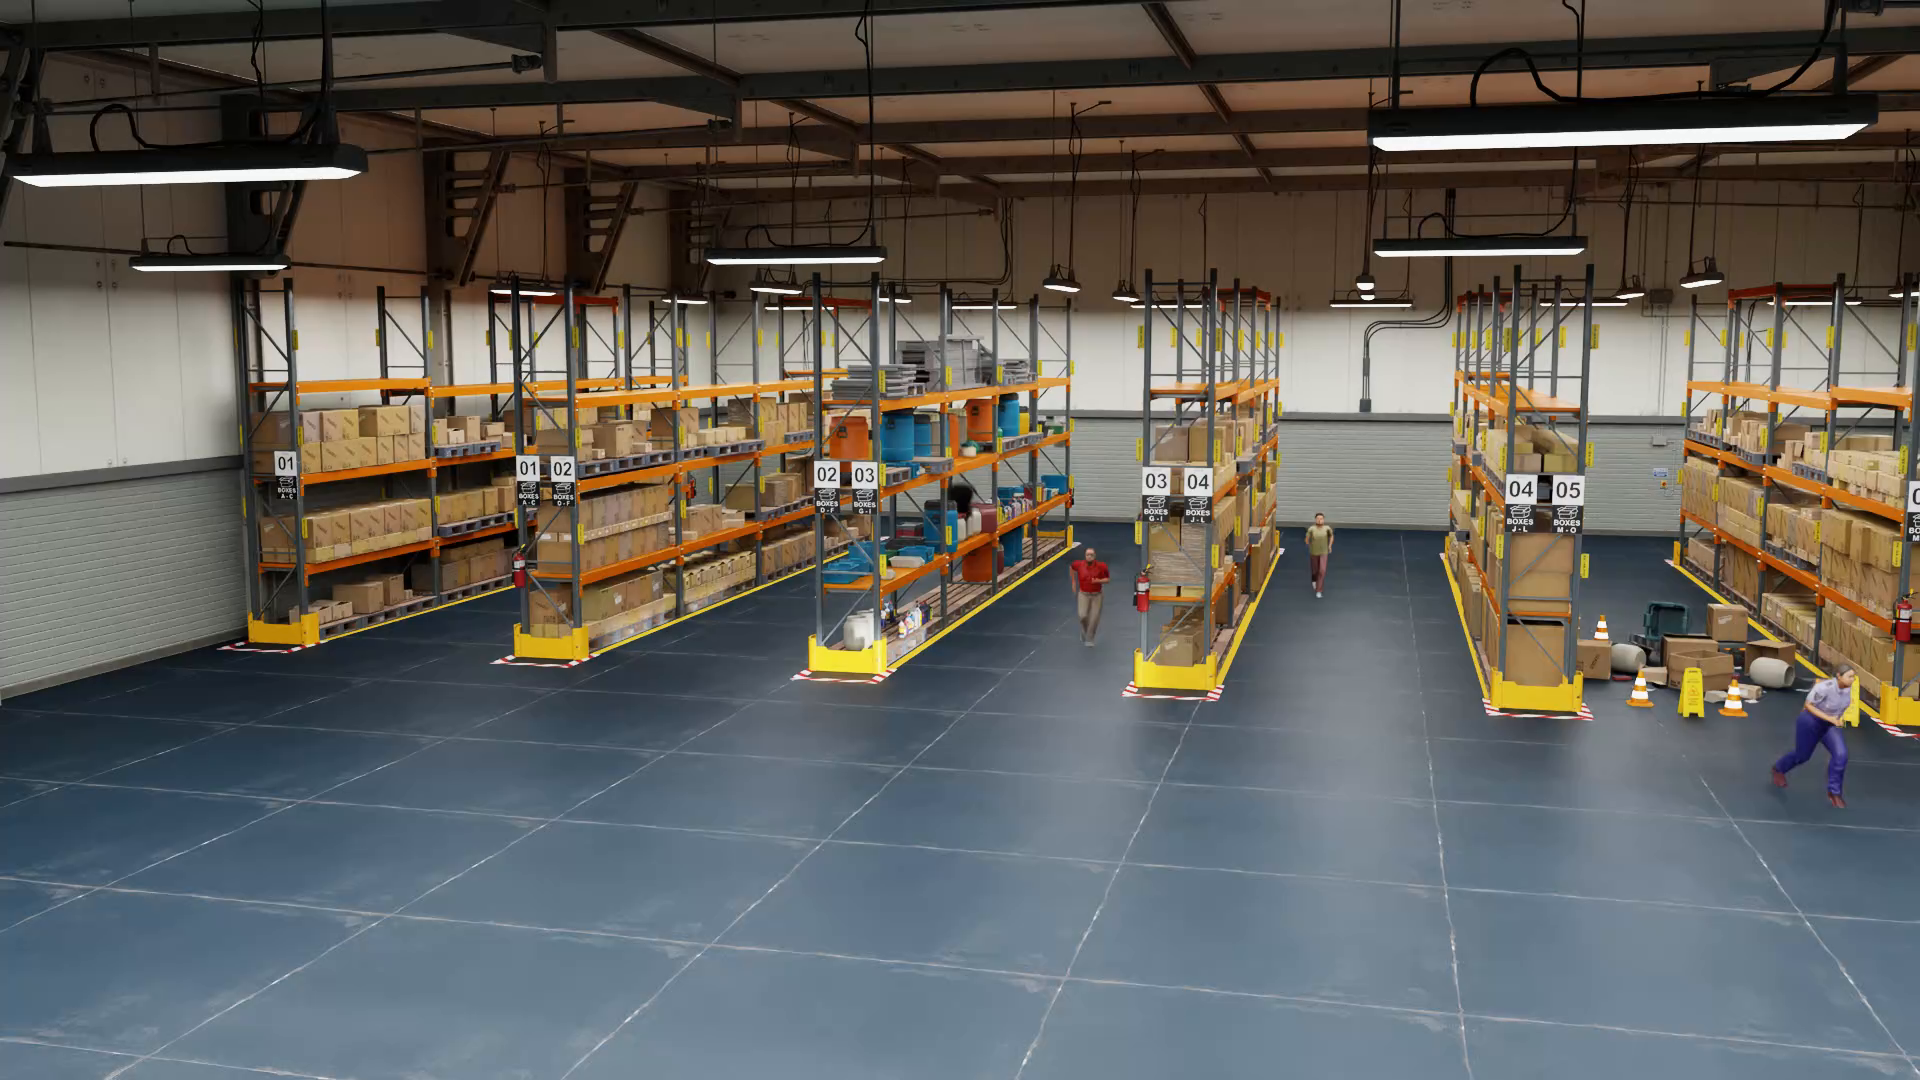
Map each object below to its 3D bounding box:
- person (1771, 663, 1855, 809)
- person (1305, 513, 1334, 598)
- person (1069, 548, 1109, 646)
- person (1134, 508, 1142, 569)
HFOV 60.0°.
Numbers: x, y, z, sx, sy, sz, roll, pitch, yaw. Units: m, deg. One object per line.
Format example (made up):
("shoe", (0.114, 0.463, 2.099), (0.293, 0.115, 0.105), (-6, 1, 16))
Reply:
("person", (9.351, 2.079, 18.218), (0.648, 1.612, 0.965), (-3, 7, -23))
("person", (7.055, 0.282, 32.678), (0.566, 1.628, 0.875), (1, 7, 10))
("person", (2.081, 0.931, 26.805), (0.646, 1.650, 0.813), (1, 7, 4))
("person", (4.093, -0.124, 36.536), (0.552, 1.575, 0.768), (1, 7, 11))
